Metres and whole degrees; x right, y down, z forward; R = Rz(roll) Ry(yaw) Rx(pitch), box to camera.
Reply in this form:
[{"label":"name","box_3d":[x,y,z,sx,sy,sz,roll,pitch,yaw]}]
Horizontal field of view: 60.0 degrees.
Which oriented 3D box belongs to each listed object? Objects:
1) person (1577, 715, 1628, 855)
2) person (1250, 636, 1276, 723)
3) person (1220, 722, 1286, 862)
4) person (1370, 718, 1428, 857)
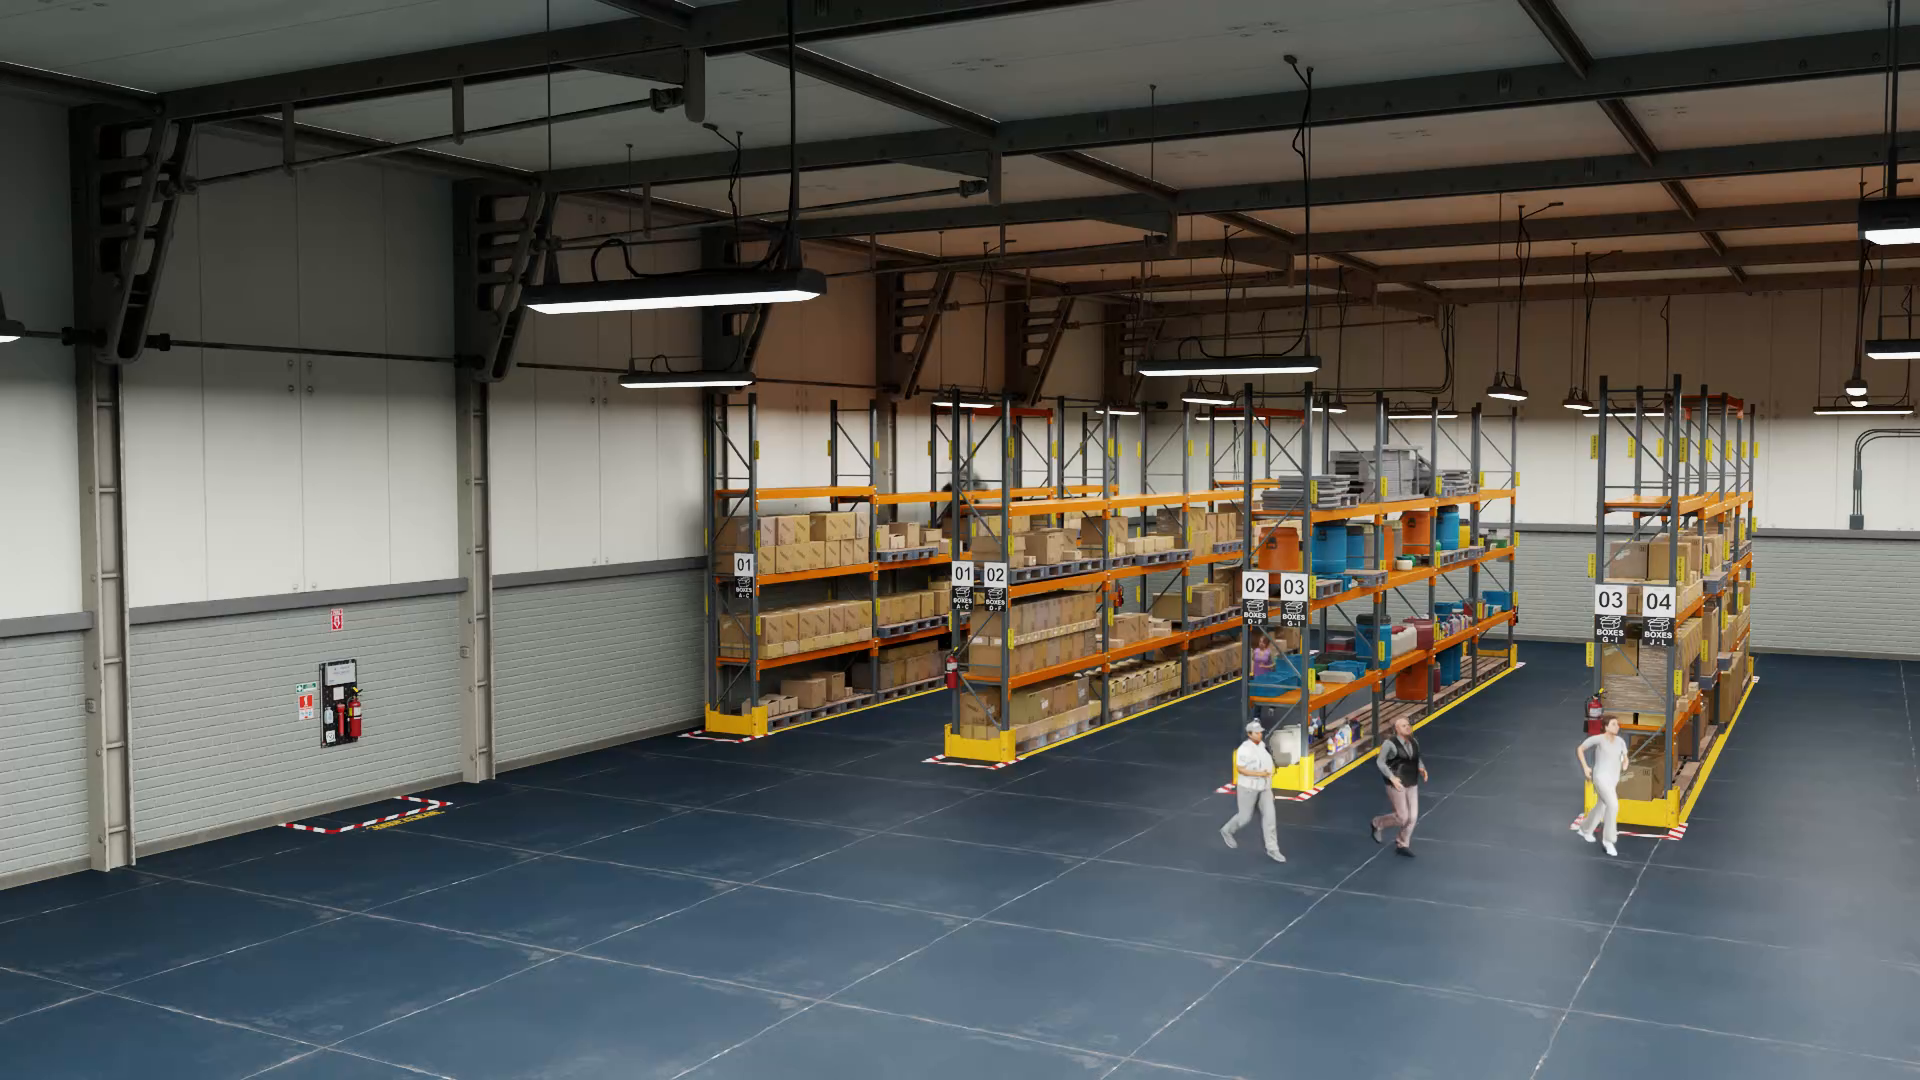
[{"label":"person","box_3d":[8.111,3.052,20.920,0.563,1.712,0.746,-1,3,-26]},{"label":"person","box_3d":[5.551,2.547,30.491,0.543,1.575,0.878,1,3,26]},{"label":"person","box_3d":[3.604,3.051,20.387,0.606,1.662,0.943,-2,4,-38]},{"label":"person","box_3d":[5.479,3.052,20.645,0.661,1.701,0.595,-2,3,-27]}]
